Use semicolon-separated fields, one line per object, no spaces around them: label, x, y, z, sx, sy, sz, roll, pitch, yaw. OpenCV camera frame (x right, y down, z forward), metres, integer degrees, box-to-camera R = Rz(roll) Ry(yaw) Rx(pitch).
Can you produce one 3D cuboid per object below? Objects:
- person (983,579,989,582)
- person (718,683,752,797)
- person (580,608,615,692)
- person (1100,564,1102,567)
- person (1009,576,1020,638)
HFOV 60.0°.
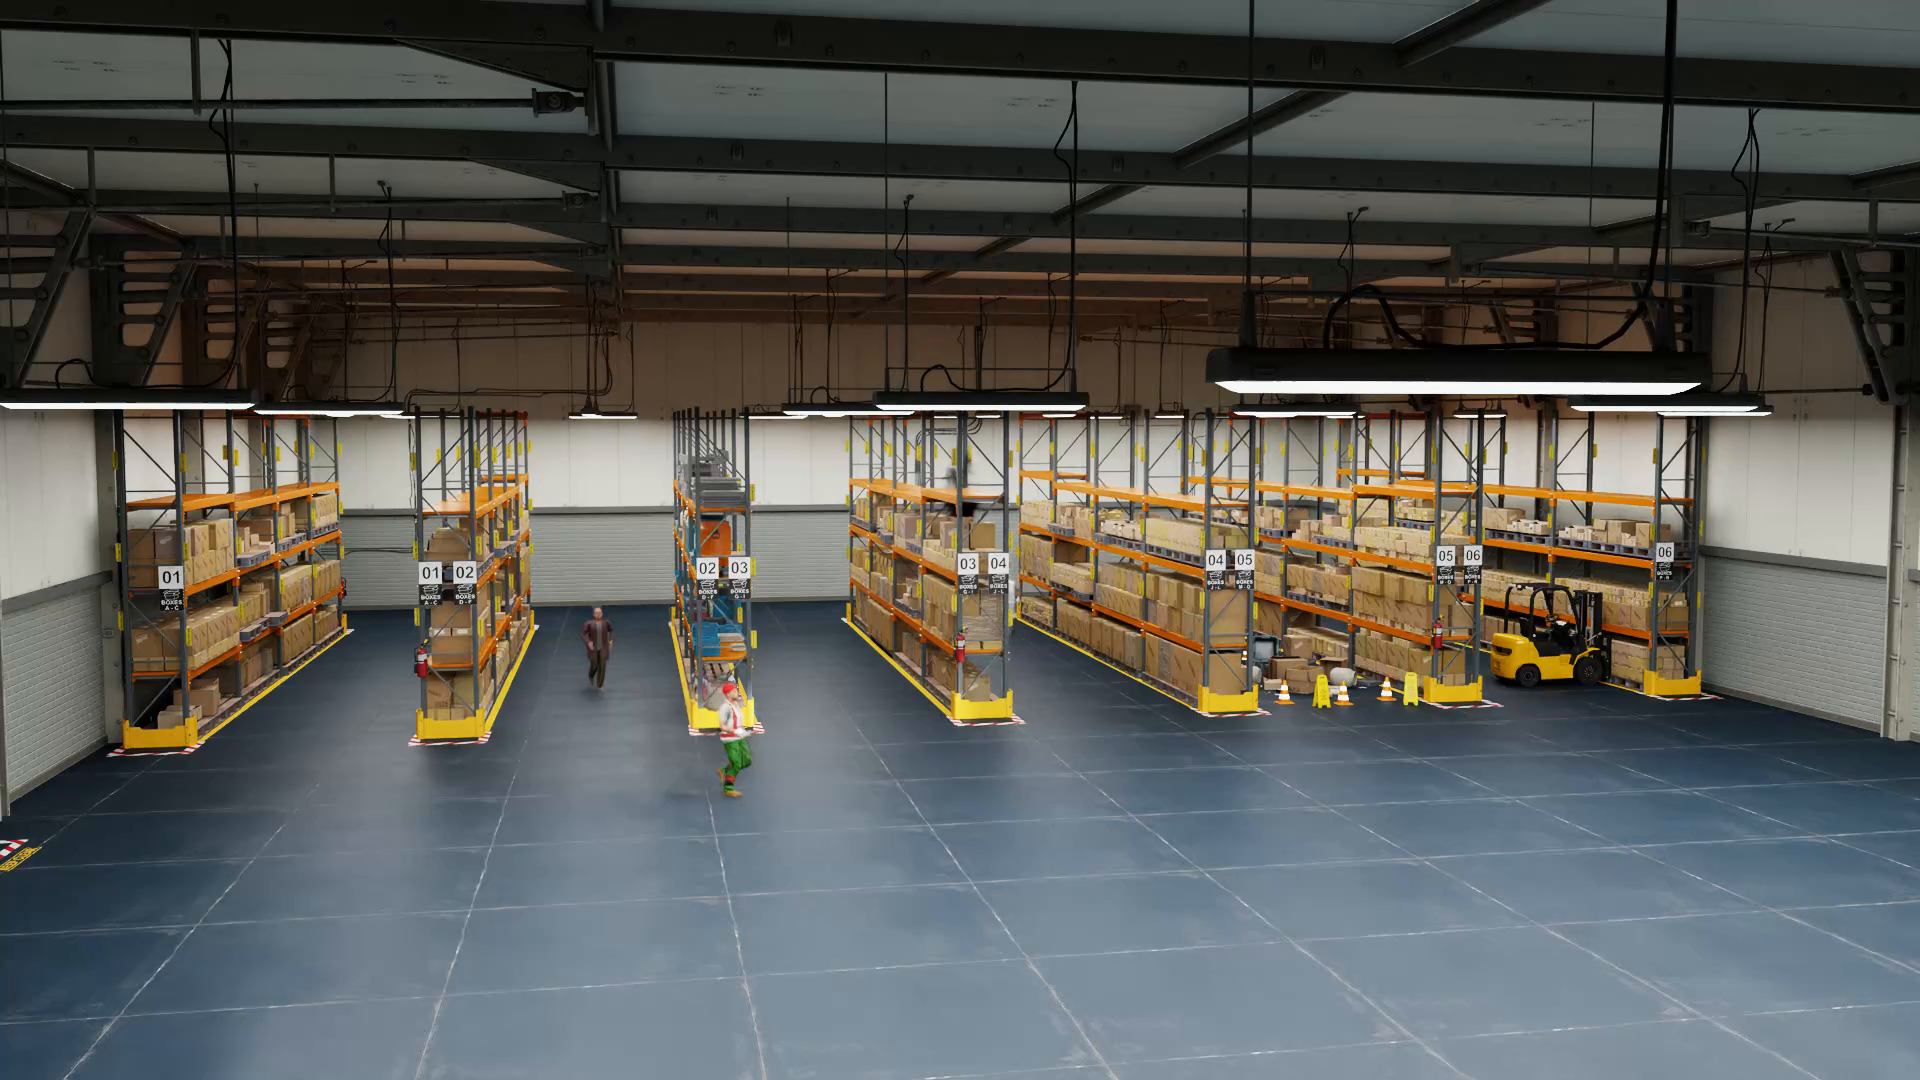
person;0.551;1.548;47.897;0.552;1.625;0.647;0;4;0
person;-3.466;3.048;25.417;0.594;1.742;0.655;1;4;14
person;-7.728;2.328;35.527;0.738;1.765;0.770;-2;4;-23
person;4.055;1.535;47.155;0.641;1.723;0.541;-1;4;-13
person;1.261;1.711;44.128;0.695;1.752;0.654;0;4;-3
